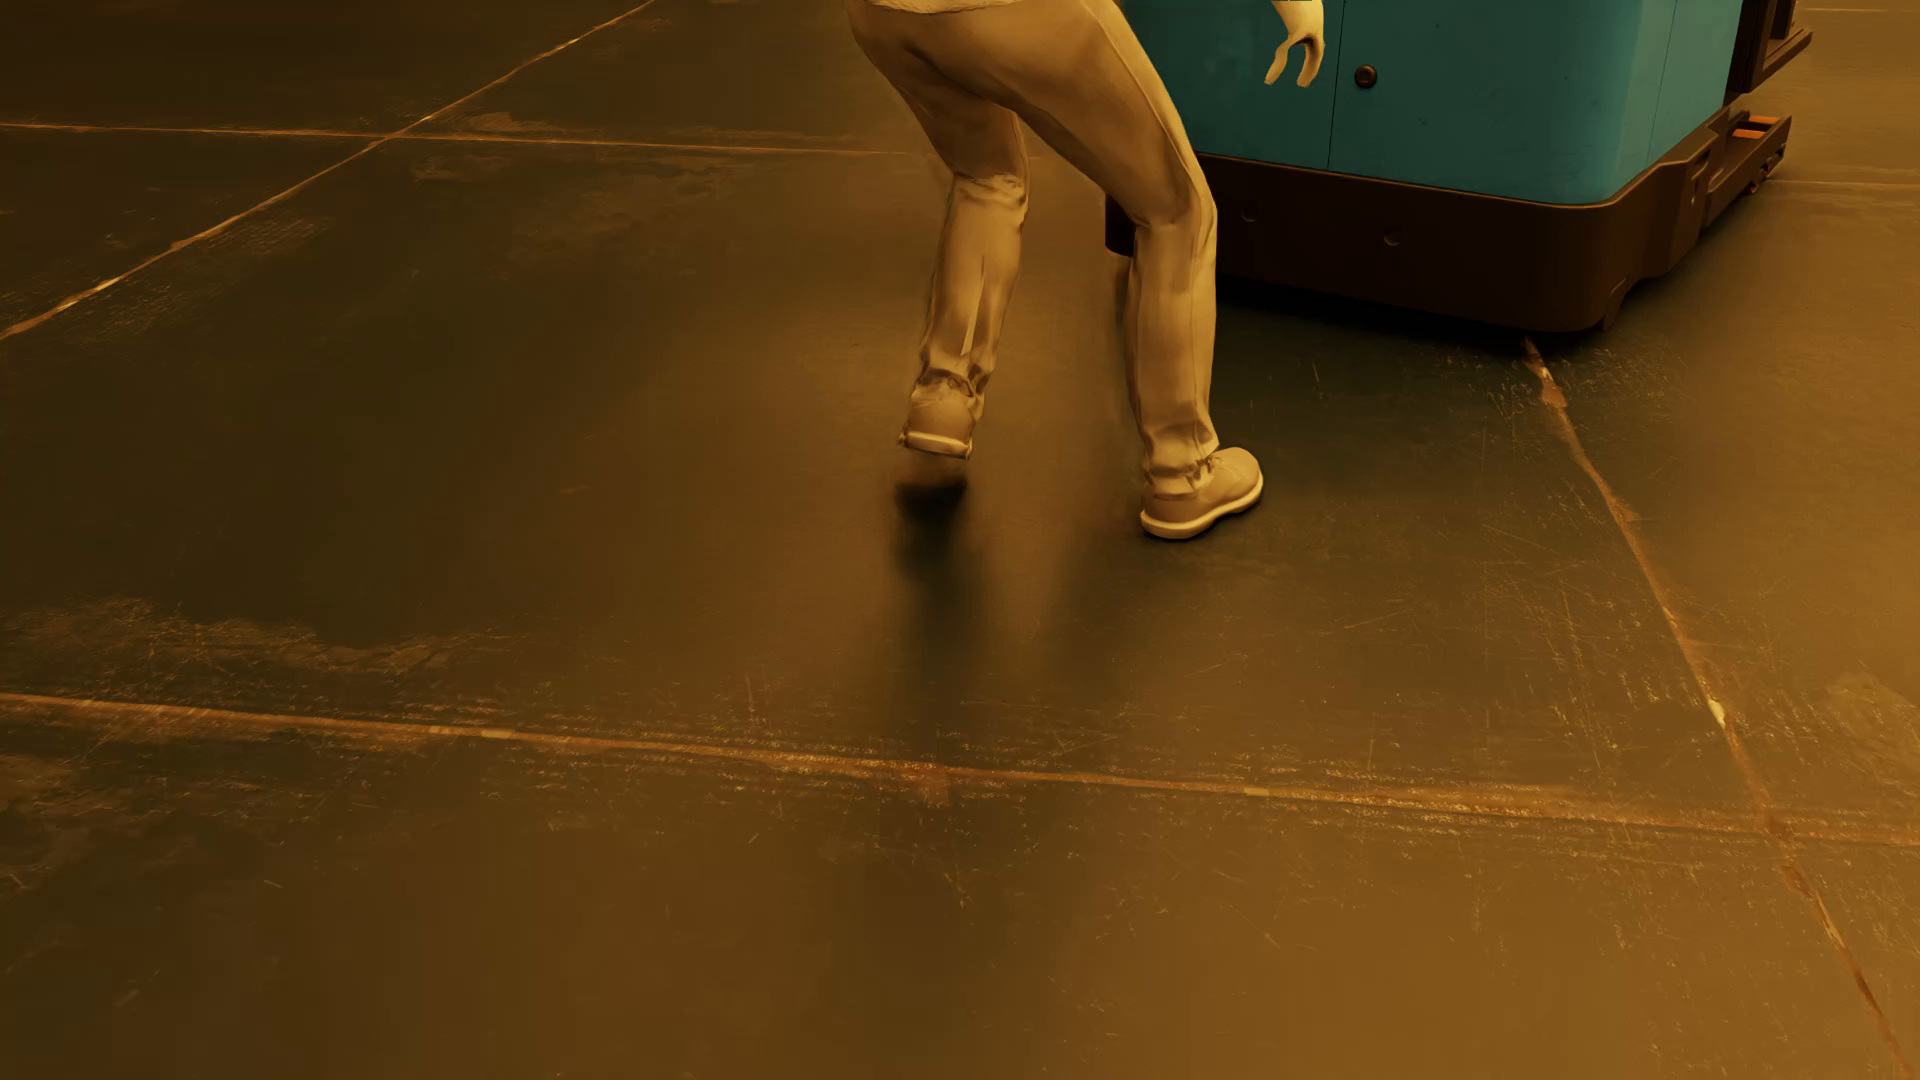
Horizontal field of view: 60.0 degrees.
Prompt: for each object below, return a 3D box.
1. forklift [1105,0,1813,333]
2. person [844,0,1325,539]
[{"bbox_3d":[1.554,-2.308,3.843,1.130,2.935,3.031,17,31,30],"label":"forklift"},{"bbox_3d":[0.133,-0.782,2.275,0.714,1.591,0.549,21,34,36],"label":"person"}]
